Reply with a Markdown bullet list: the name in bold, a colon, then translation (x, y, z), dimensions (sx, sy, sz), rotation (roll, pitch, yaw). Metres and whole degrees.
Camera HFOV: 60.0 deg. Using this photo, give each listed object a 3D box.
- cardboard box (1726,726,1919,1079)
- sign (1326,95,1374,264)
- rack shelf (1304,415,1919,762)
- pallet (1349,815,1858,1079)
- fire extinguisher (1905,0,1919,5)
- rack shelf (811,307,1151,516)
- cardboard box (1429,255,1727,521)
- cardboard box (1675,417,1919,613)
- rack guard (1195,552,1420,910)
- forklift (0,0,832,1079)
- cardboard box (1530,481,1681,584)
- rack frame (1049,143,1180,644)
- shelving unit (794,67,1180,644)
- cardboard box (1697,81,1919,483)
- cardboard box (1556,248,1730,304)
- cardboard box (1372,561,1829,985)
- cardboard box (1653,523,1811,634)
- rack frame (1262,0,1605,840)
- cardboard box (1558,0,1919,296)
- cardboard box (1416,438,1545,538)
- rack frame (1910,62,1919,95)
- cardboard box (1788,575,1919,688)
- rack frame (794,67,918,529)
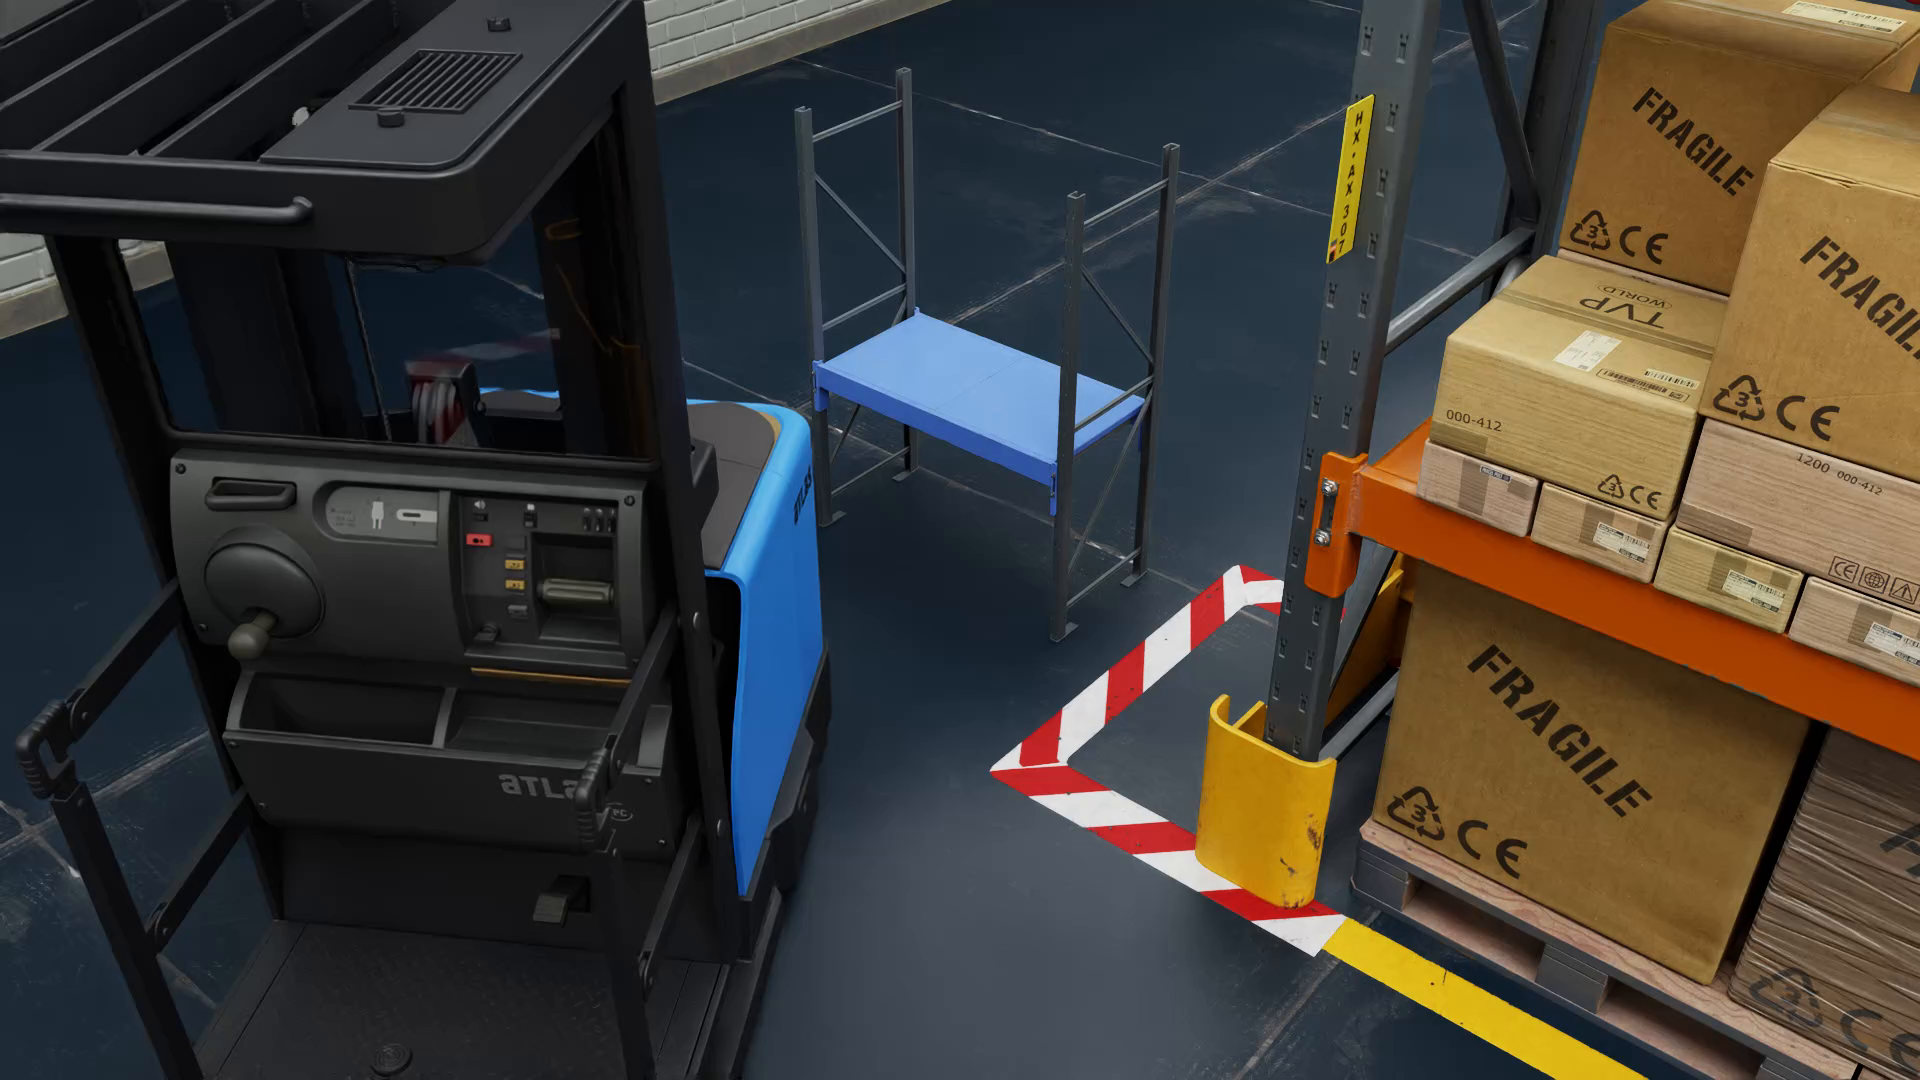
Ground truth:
- **cardboard box**: translation (2.377, 0.666, 3.637), dimensions (0.875, 0.875, 0.875), rotation (25, 42, 32)
- **sign**: translation (0.775, -0.714, 3.305), dimensions (0.005, 0.325, 0.100), rotation (25, 42, 32)
- **rack shelf**: translation (2.672, 0.458, 3.070), dimensions (4.000, 0.370, 1.077), rotation (25, 42, 32)
- **pallet**: translation (1.799, 0.842, 4.338), dimensions (1.213, 0.211, 1.003), rotation (25, 42, 32)
- **fire extinguisher**: translation (4.487, -2.791, 7.562), dimensions (0.183, 0.674, 0.296), rotation (25, 42, 32)
- **rack shelf**: translation (0.066, -0.439, 5.382), dimensions (1.000, 0.185, 0.538), rotation (25, 42, 32)
- **cardboard box**: translation (1.331, -0.333, 3.455), dimensions (0.500, 0.250, 0.500), rotation (24, 41, 31)
- **cardboard box**: translation (1.734, -0.147, 3.185), dimensions (0.500, 0.250, 0.500), rotation (25, 41, 31)
- **rack guard**: translation (1.116, 0.458, 4.641), dimensions (0.348, 0.500, 1.175), rotation (25, 42, 32)
- **forklift**: translation (-1.077, 0.116, 2.993), dimensions (1.130, 2.935, 3.031), rotation (4, 35, 6)
- **cardboard box**: translation (1.394, -0.095, 3.461), dimensions (0.250, 0.149, 0.380), rotation (25, 41, 31)
- **rack frame**: translation (0.456, -0.403, 5.012), dimensions (0.032, 1.500, 0.500), rotation (25, 42, 32)
- **shelving unit**: translation (0.066, -0.587, 5.280), dimensions (1.048, 1.500, 0.538), rotation (25, 42, 32)
- **cardboard box**: translation (1.715, -0.461, 2.979), dimensions (0.500, 0.500, 0.500), rotation (24, 41, 31)
- **cardboard box**: translation (1.677, -0.564, 3.792), dimensions (0.500, 0.250, 0.500), rotation (25, 41, 31)
- **cardboard box**: translation (1.678, 0.336, 4.116), dimensions (0.875, 0.875, 0.875), rotation (25, 42, 32)
- **cardboard box**: translation (1.591, -0.003, 3.326), dimensions (0.250, 0.149, 0.380), rotation (24, 41, 31)
- **rack frame**: translation (1.135, -0.563, 3.921), dimensions (0.127, 3.000, 1.000), rotation (25, 42, 32)
- **cardboard box**: translation (1.677, -0.871, 3.576), dimensions (0.500, 0.500, 0.500), rotation (26, 42, 32)
- **cardboard box**: translation (1.196, -0.188, 3.596), dimensions (0.250, 0.149, 0.380), rotation (26, 42, 32)
- **rack frame**: translation (4.386, -2.685, 7.010), dimensions (0.127, 3.000, 1.000), rotation (25, 42, 32)
- **cardboard box**: translation (1.793, 0.091, 3.190), dimensions (0.250, 0.149, 0.380), rotation (25, 41, 31)
- **rack frame**: translation (-0.325, -0.771, 5.549), dimensions (0.032, 1.500, 0.500), rotation (25, 42, 32)
